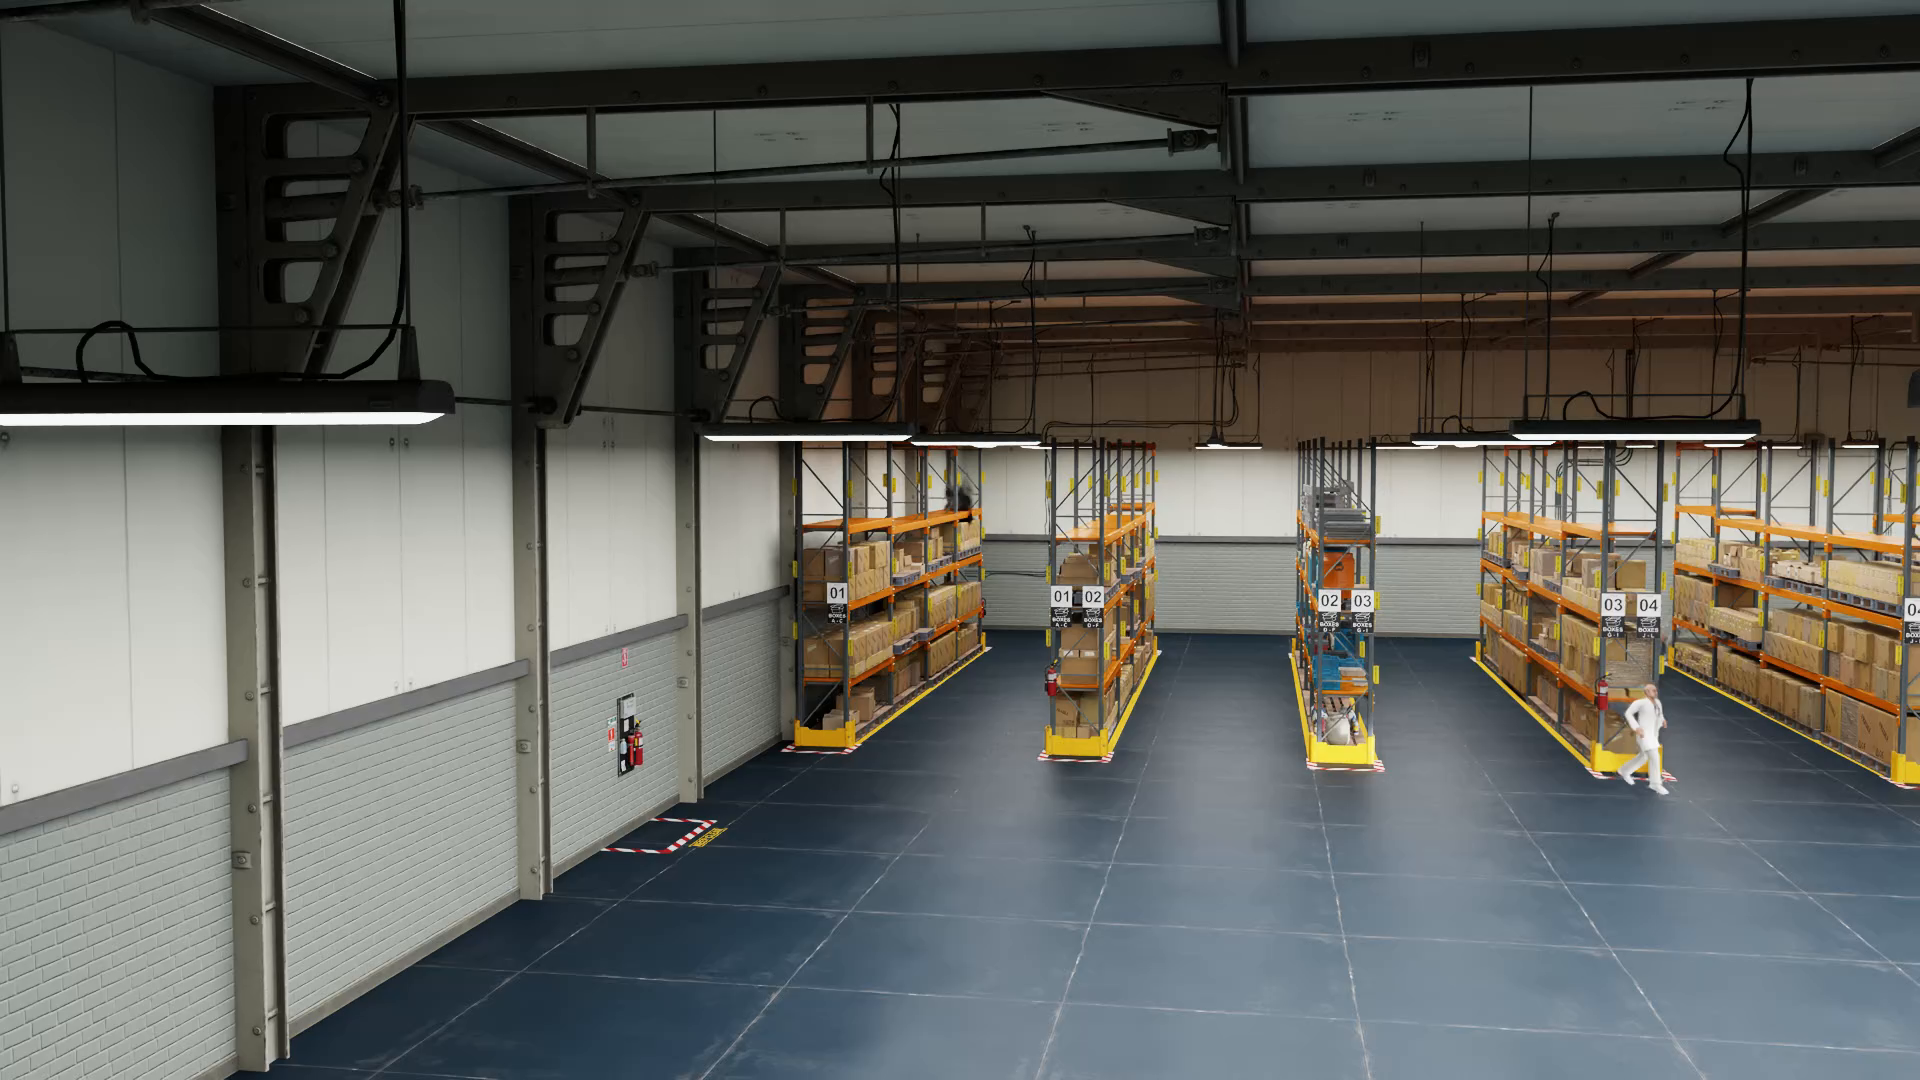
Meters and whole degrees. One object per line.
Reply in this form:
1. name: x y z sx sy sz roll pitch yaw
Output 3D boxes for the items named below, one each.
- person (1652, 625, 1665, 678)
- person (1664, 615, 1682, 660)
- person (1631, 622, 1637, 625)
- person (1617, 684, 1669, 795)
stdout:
1. person: 17.525 2.688 41.919 0.540 1.618 0.544 0 3 5
2. person: 19.666 2.486 45.778 0.763 1.646 0.639 1 3 11
3. person: 17.564 2.578 43.276 0.664 1.773 0.907 1 3 20
4. person: 11.604 3.326 28.113 0.714 1.795 0.980 -2 4 -39
